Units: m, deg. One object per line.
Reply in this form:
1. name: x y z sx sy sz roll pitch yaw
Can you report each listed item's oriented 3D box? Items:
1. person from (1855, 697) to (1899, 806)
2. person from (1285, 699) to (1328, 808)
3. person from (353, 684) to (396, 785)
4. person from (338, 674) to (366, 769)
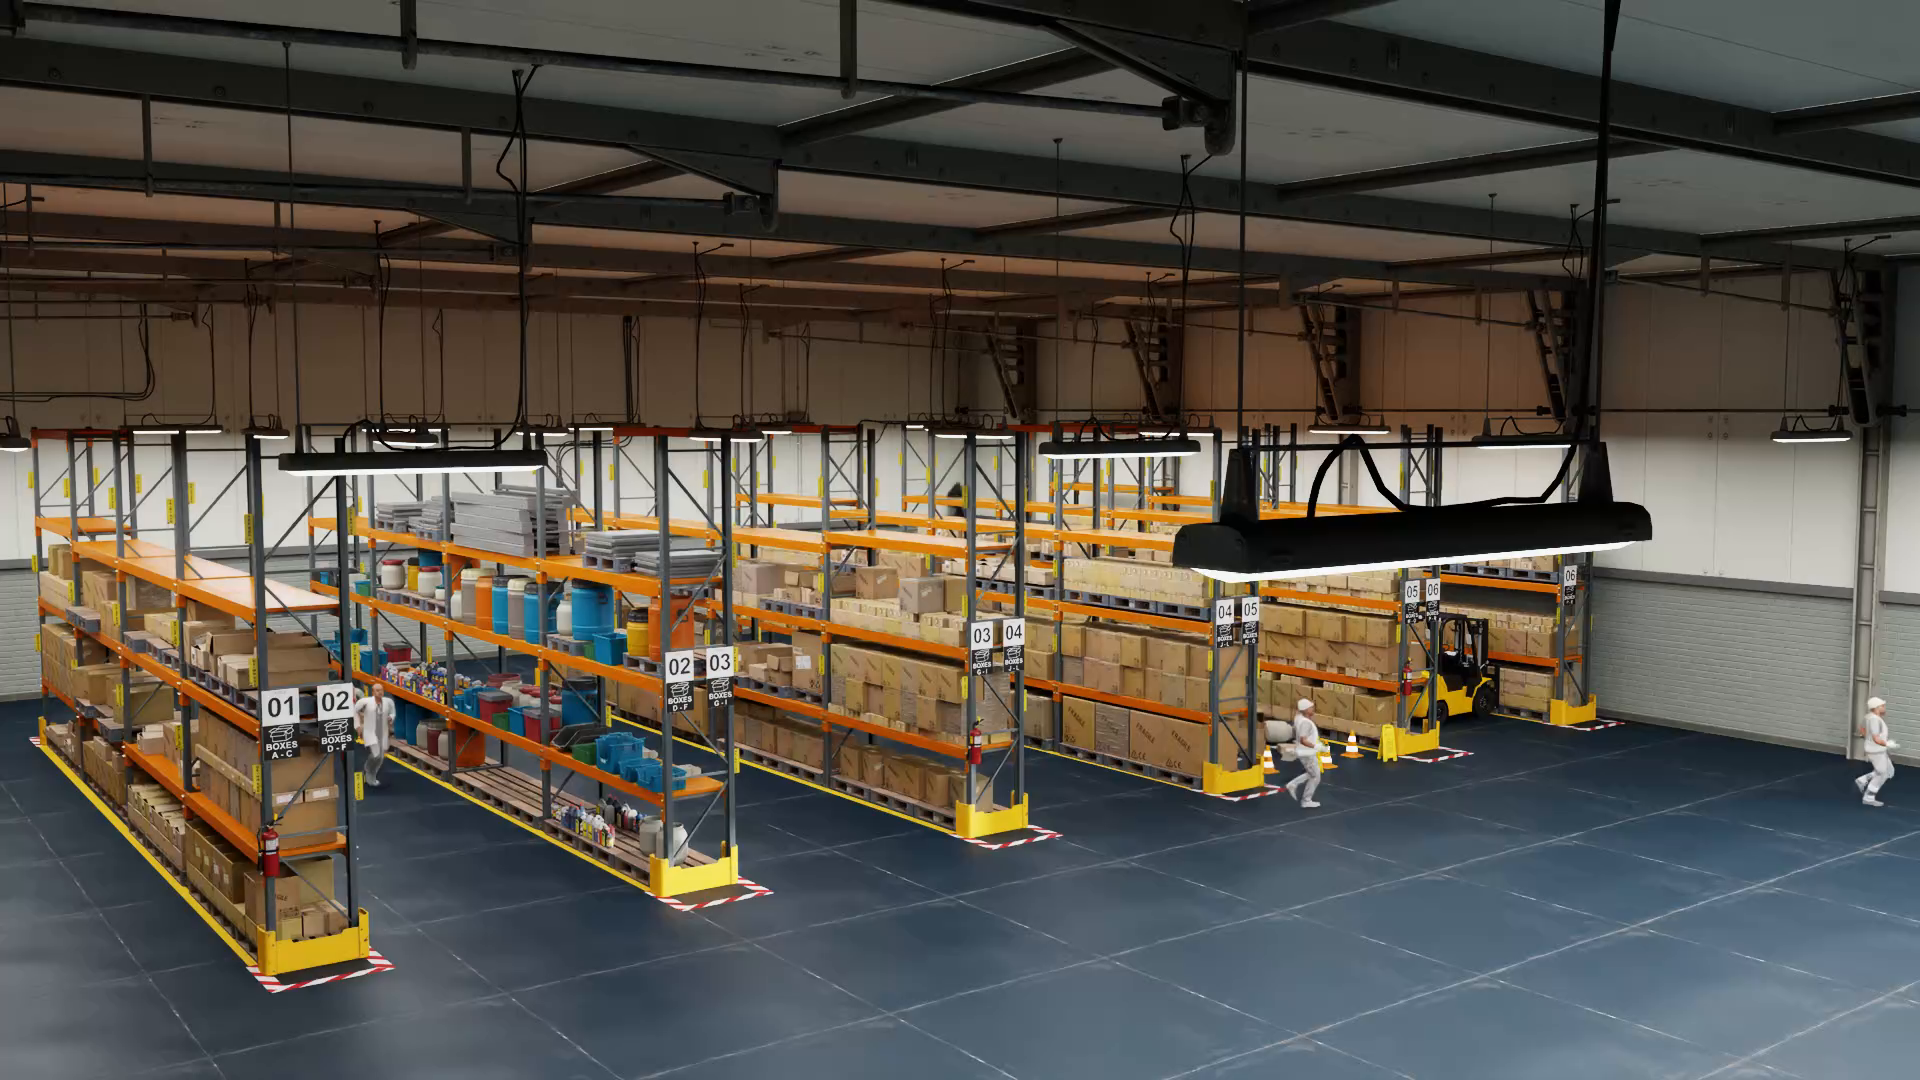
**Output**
1. person: 14.652 3.378 26.561 0.592 1.742 0.655 2 5 24
2. person: 5.529 3.389 26.435 0.573 1.732 0.678 0 4 5
3. person: -9.777 3.266 27.850 0.694 1.733 0.751 -4 6 -42
4. person: -10.595 3.171 28.801 0.634 1.803 0.929 -2 5 -24
